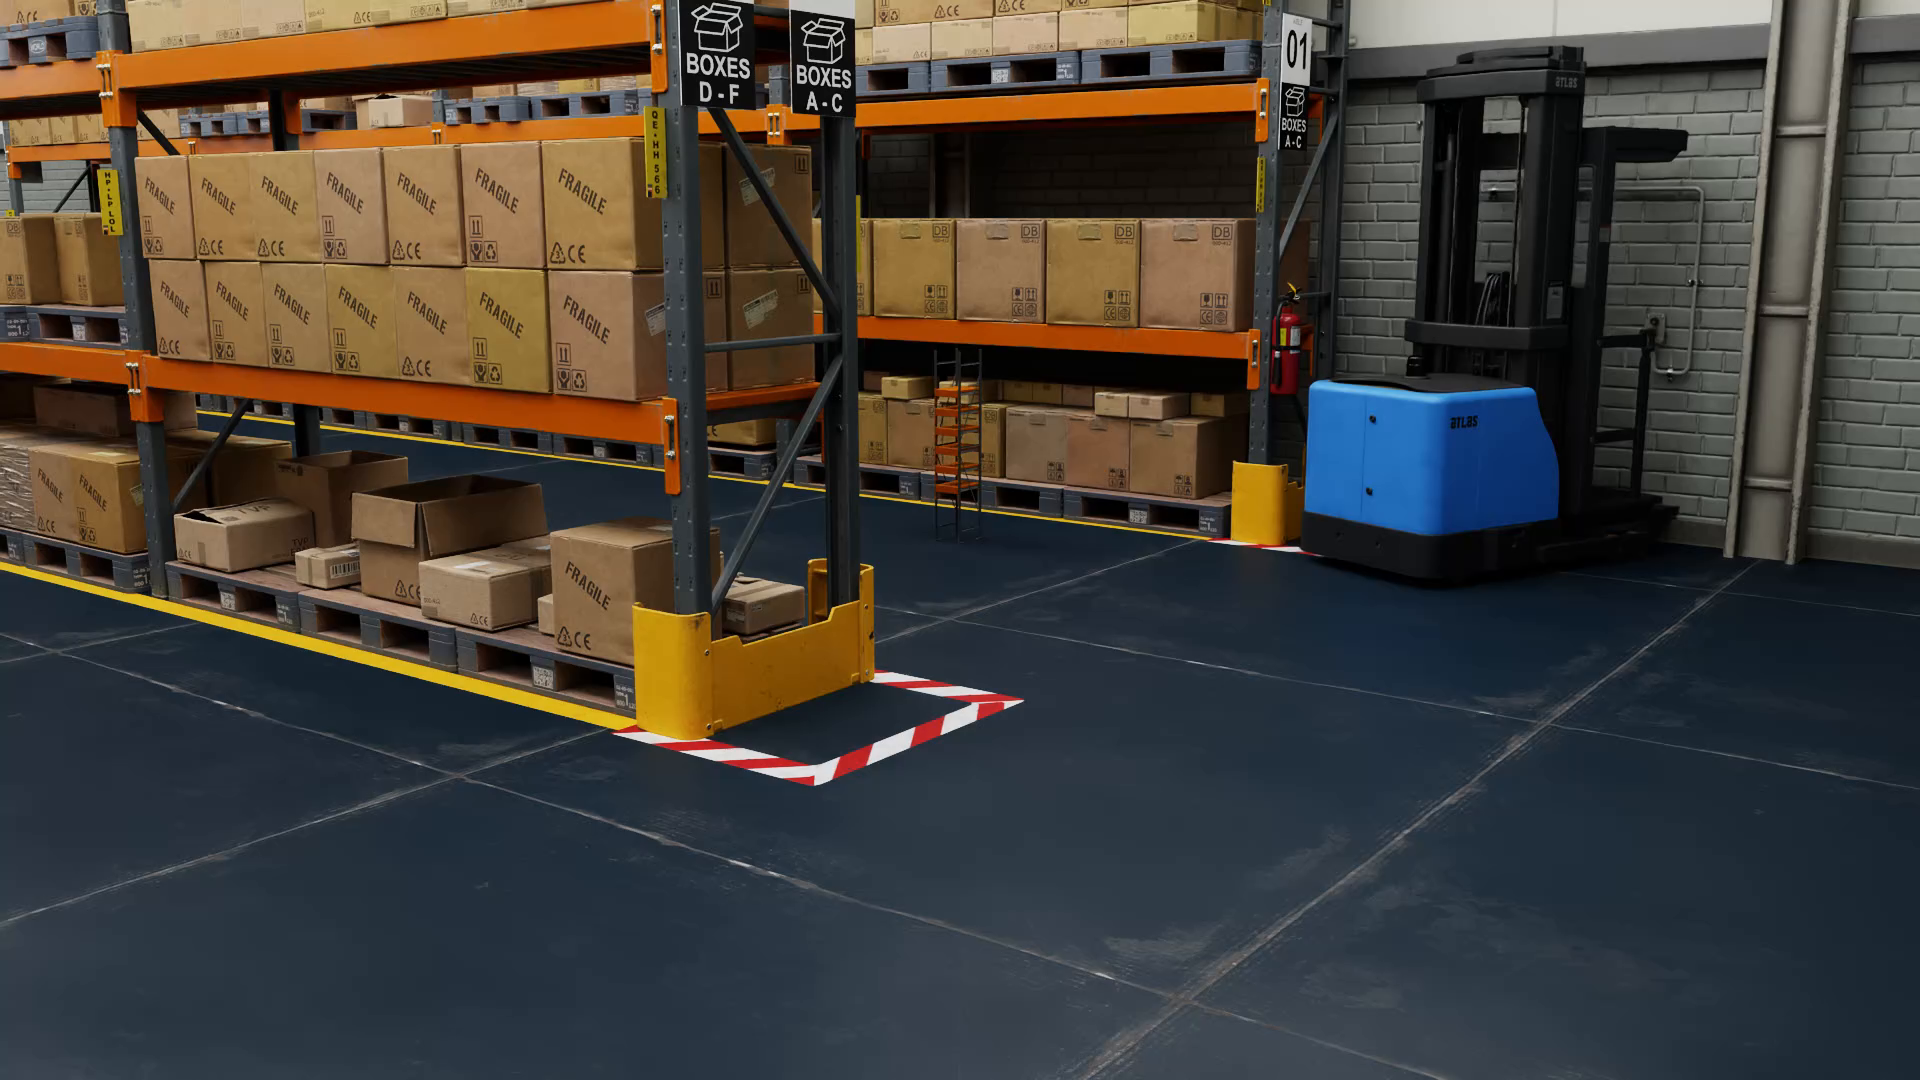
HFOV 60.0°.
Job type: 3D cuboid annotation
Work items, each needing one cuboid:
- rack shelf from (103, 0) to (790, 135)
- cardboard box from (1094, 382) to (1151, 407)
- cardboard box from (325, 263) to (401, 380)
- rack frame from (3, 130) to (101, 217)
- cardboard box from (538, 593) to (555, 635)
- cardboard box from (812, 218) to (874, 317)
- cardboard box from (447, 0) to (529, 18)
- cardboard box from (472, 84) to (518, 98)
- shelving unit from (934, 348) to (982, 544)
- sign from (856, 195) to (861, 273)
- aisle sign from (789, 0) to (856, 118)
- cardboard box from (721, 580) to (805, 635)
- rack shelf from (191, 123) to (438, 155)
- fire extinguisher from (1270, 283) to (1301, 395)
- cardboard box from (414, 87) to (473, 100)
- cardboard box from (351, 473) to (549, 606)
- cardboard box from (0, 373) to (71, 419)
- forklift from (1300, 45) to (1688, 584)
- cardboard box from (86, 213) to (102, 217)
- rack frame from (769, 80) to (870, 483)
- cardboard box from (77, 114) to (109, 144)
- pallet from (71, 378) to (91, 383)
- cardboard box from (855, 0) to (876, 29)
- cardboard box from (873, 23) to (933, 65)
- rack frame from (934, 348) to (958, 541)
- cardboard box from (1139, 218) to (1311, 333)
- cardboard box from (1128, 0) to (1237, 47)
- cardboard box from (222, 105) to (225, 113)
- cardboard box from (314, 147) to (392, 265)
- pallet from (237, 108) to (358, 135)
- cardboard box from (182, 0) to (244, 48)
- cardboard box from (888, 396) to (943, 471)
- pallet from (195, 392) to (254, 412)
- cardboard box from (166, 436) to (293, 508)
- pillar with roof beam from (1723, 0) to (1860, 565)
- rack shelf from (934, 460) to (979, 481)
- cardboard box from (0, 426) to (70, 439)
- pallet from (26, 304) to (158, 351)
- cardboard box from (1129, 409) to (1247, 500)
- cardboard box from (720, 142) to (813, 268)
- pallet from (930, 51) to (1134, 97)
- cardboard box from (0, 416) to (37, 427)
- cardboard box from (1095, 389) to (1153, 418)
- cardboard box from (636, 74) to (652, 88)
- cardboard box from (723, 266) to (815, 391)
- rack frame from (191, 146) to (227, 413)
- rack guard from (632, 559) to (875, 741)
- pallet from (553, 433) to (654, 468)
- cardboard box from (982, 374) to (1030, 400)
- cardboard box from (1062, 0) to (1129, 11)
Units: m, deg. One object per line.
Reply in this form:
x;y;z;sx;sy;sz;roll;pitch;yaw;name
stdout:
-2.388;-2.129;7.636;4.000;0.370;1.077;8;13;36;rack shelf
1.139;-1.006;11.602;0.250;0.149;0.380;8;14;36;cardboard box
-2.523;-1.014;7.612;0.500;0.500;0.500;8;13;35;cardboard box
-10.743;-3.343;19.911;0.127;3.000;1.000;8;13;36;rack frame
-1.633;0.307;7.346;0.250;0.166;0.380;8;13;36;cardboard box
-0.643;-2.077;12.581;0.700;0.700;0.980;8;14;36;cardboard box
-1.742;-2.259;6.809;0.500;0.250;0.500;8;13;36;cardboard box
-3.877;-4.136;14.695;0.500;0.500;0.700;7;13;31;cardboard box
-0.012;-0.591;10.424;0.189;1.200;0.258;8;13;36;shelving unit
-0.455;-1.293;7.038;0.005;0.325;0.100;8;13;36;sign
-0.547;-2.099;6.636;0.004;0.787;0.394;8;13;36;aisle sign
-0.910;0.299;7.435;0.250;0.149;0.380;8;13;36;cardboard box
-5.907;-3.788;16.208;4.000;0.370;1.077;8;13;36;rack shelf
2.002;-1.235;10.203;0.183;0.674;0.296;8;13;36;fire extinguisher
-4.739;-4.091;15.566;0.500;0.500;0.500;8;14;36;cardboard box
-2.482;-0.015;8.123;0.637;0.503;0.797;8;13;36;cardboard box
-6.283;-0.967;11.077;0.500;0.250;0.500;9;14;38;cardboard box
3.536;-1.386;9.977;3.031;2.935;1.130;-7;13;-32;forklift
-9.307;-3.375;18.446;0.500;0.500;0.500;8;14;37;cardboard box
-1.070;-1.994;12.937;0.127;3.000;1.000;8;13;36;rack frame
-9.344;-4.618;18.289;0.500;0.500;0.500;9;14;39;cardboard box
-10.047;-1.868;19.632;1.213;0.211;1.003;8;13;36;pallet
-0.662;-3.893;11.910;0.500;0.500;0.500;8;13;35;cardboard box
-0.267;-3.470;11.700;0.500;0.250;0.500;8;13;34;cardboard box
-0.085;-0.601;10.477;0.006;1.200;0.240;8;13;36;rack frame
1.737;-1.747;10.873;0.700;0.700;0.980;9;14;38;cardboard box
1.406;-3.240;10.508;0.500;0.250;0.500;8;14;37;cardboard box
-7.764;-4.518;17.774;0.500;0.500;0.500;9;14;37;cardboard box
-2.539;-1.505;7.516;0.500;0.500;0.500;8;14;37;cardboard box
-6.246;-4.072;16.276;1.003;0.211;1.213;8;13;36;pallet
-3.354;-2.484;7.972;0.500;0.250;0.500;8;13;36;cardboard box
-0.125;-0.816;12.325;0.500;0.500;0.700;8;13;35;cardboard box
-8.081;-1.594;18.214;1.213;0.211;1.003;8;13;36;pallet
-4.245;-0.315;9.685;0.500;0.500;0.500;7;13;33;cardboard box
2.294;-3.659;5.752;0.400;9.000;9.100;8;13;36;pillar with roof beam
-0.012;-0.429;10.455;0.180;0.103;0.258;8;13;36;rack shelf
-5.776;-0.405;10.150;0.500;0.500;0.500;7;13;34;cardboard box
-4.579;-1.247;9.584;1.213;0.211;1.003;8;13;36;pallet
1.530;-0.586;11.138;0.500;0.500;0.700;8;13;36;cardboard box
-0.977;-1.415;7.053;0.500;0.500;0.500;8;14;37;cardboard box
0.562;-3.192;11.468;1.213;0.211;1.003;8;13;36;pallet
-5.914;-0.546;10.877;0.500;0.500;0.500;7;13;34;cardboard box
1.112;-0.920;11.155;0.250;0.149;0.380;8;14;37;cardboard box
-2.202;-3.900;13.472;0.500;0.500;0.700;8;13;34;cardboard box
-0.977;-0.924;7.148;0.500;0.500;0.500;8;14;37;cardboard box
-7.519;-2.893;17.586;0.127;3.000;1.000;8;13;36;rack frame
-0.837;0.434;6.972;0.348;0.500;1.175;8;13;36;rack guard
-2.725;-0.837;14.299;1.213;0.211;1.003;8;13;36;pallet
0.314;-1.121;12.194;0.250;0.149;0.380;8;14;36;cardboard box
1.005;-3.665;10.730;0.500;0.500;0.500;8;14;37;cardboard box
